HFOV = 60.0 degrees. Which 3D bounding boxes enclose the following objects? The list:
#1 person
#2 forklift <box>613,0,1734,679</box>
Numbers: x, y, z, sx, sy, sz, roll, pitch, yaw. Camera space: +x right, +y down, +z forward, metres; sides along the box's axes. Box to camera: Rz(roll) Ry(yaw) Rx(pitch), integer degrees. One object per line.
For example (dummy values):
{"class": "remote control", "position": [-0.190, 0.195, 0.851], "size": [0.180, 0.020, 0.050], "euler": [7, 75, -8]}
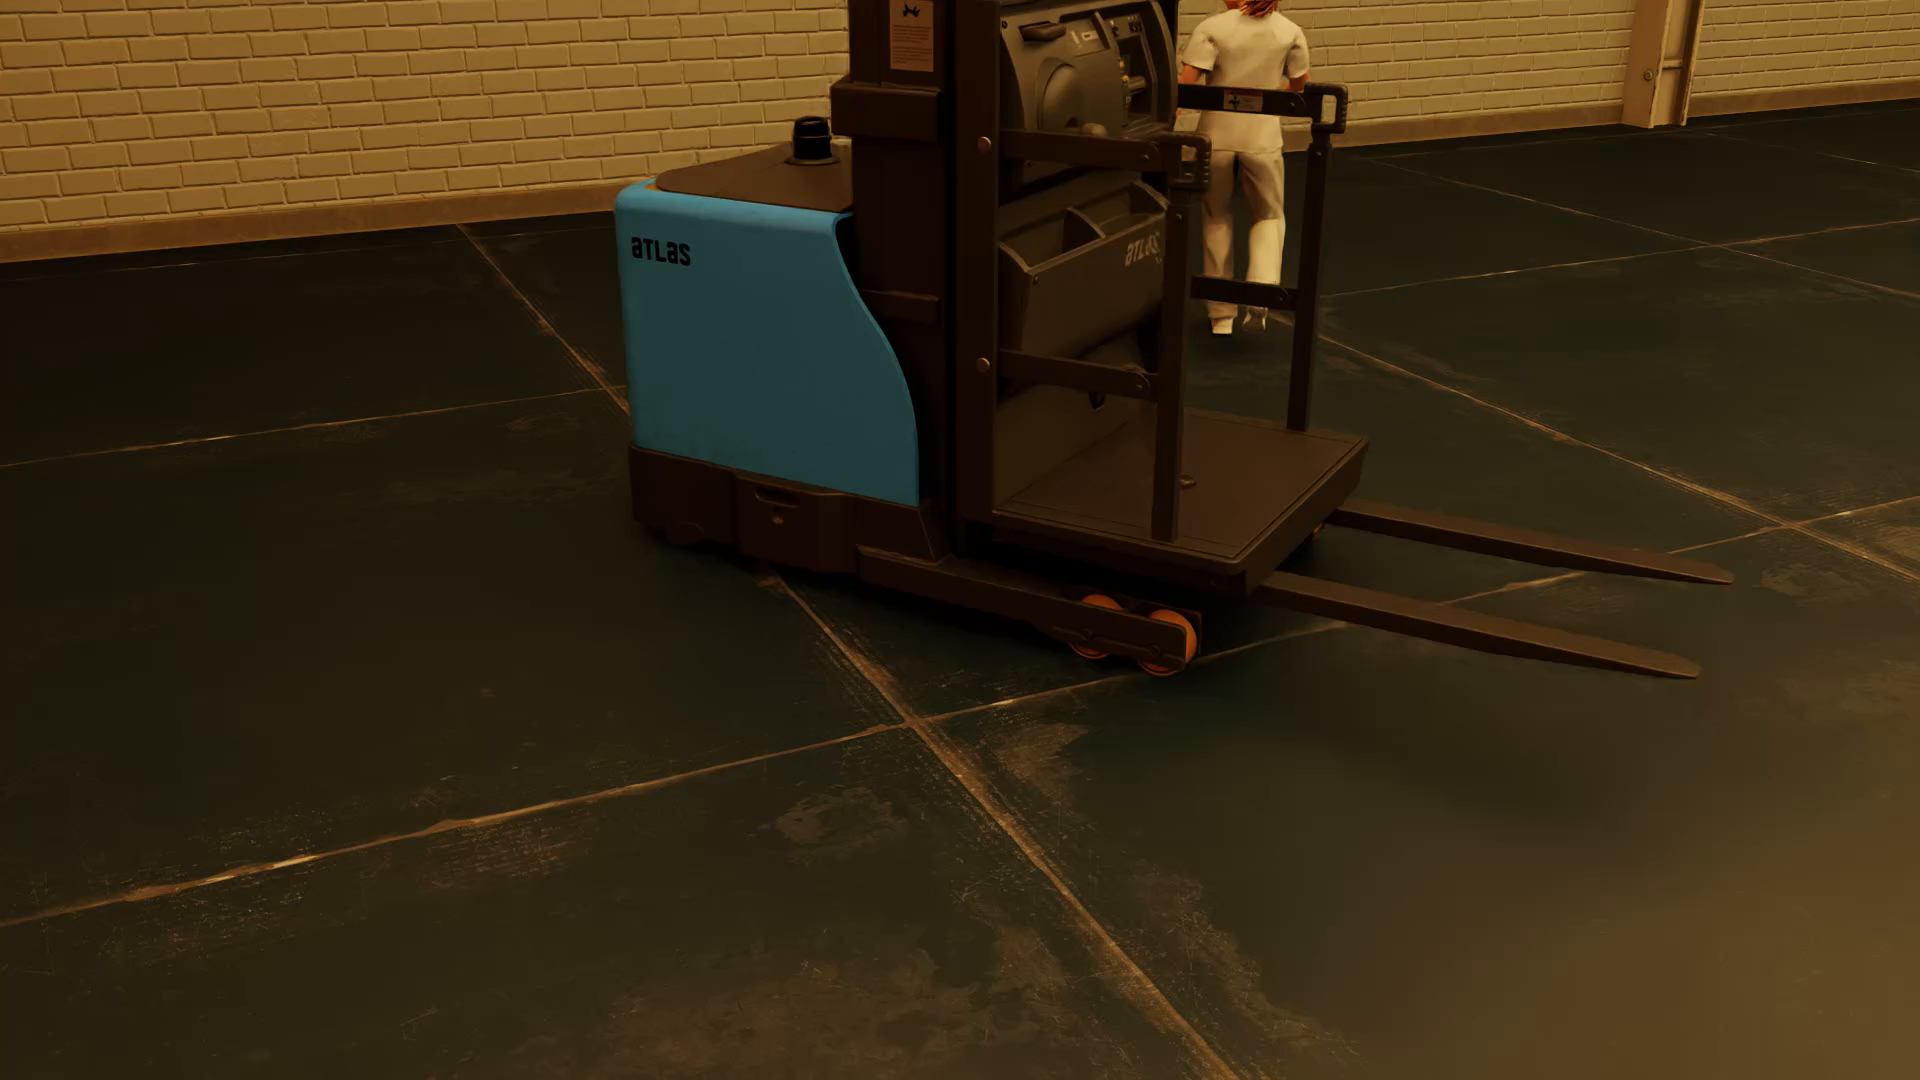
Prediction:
{"class": "person", "position": [1.126, -1.643, 6.950], "size": [0.616, 1.630, 0.557], "euler": [4, 23, 10]}
{"class": "forklift", "position": [0.529, -1.237, 4.264], "size": [3.031, 2.935, 1.130], "euler": [13, 26, 28]}
